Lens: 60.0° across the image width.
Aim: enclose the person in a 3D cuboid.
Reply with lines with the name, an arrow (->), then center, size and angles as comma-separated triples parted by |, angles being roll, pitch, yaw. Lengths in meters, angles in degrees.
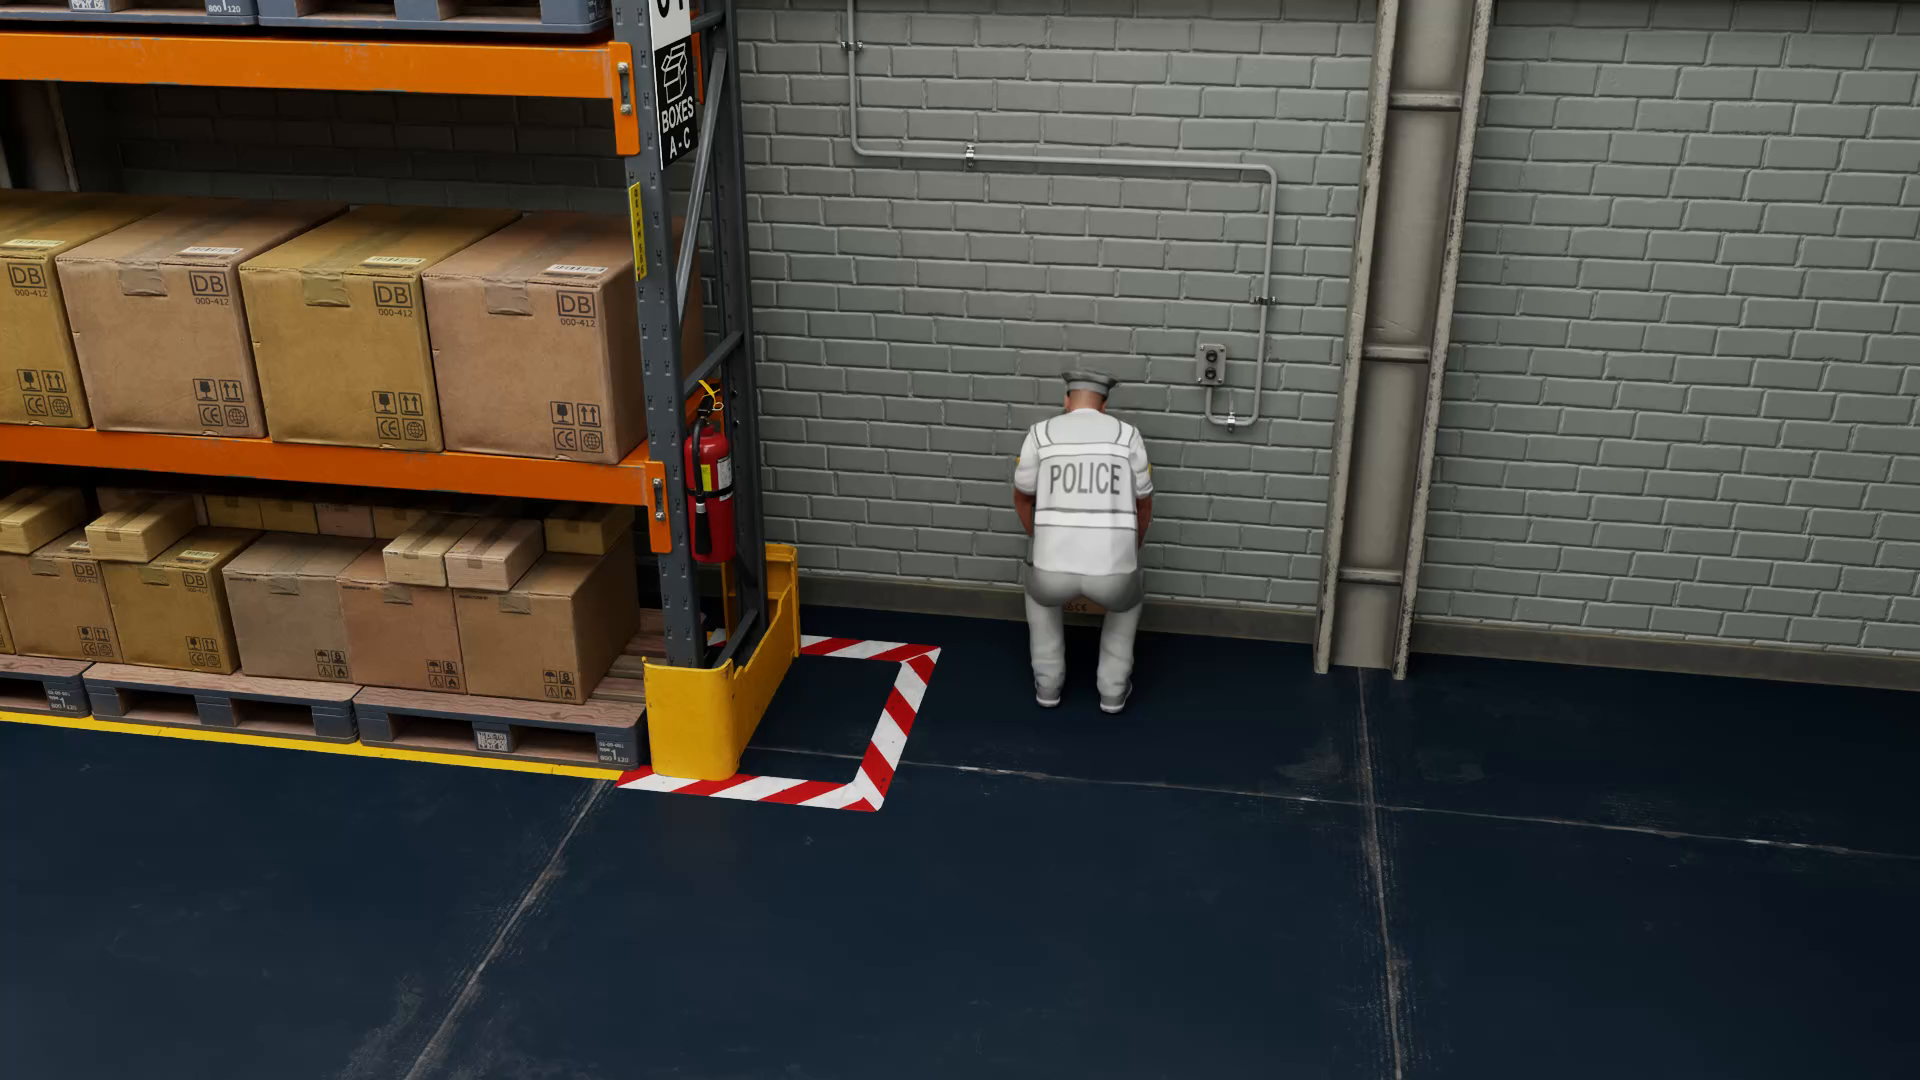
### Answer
person -> 0.502, 0.015, 7.017 | 0.590, 1.383, 0.822 | 4, 25, 9
